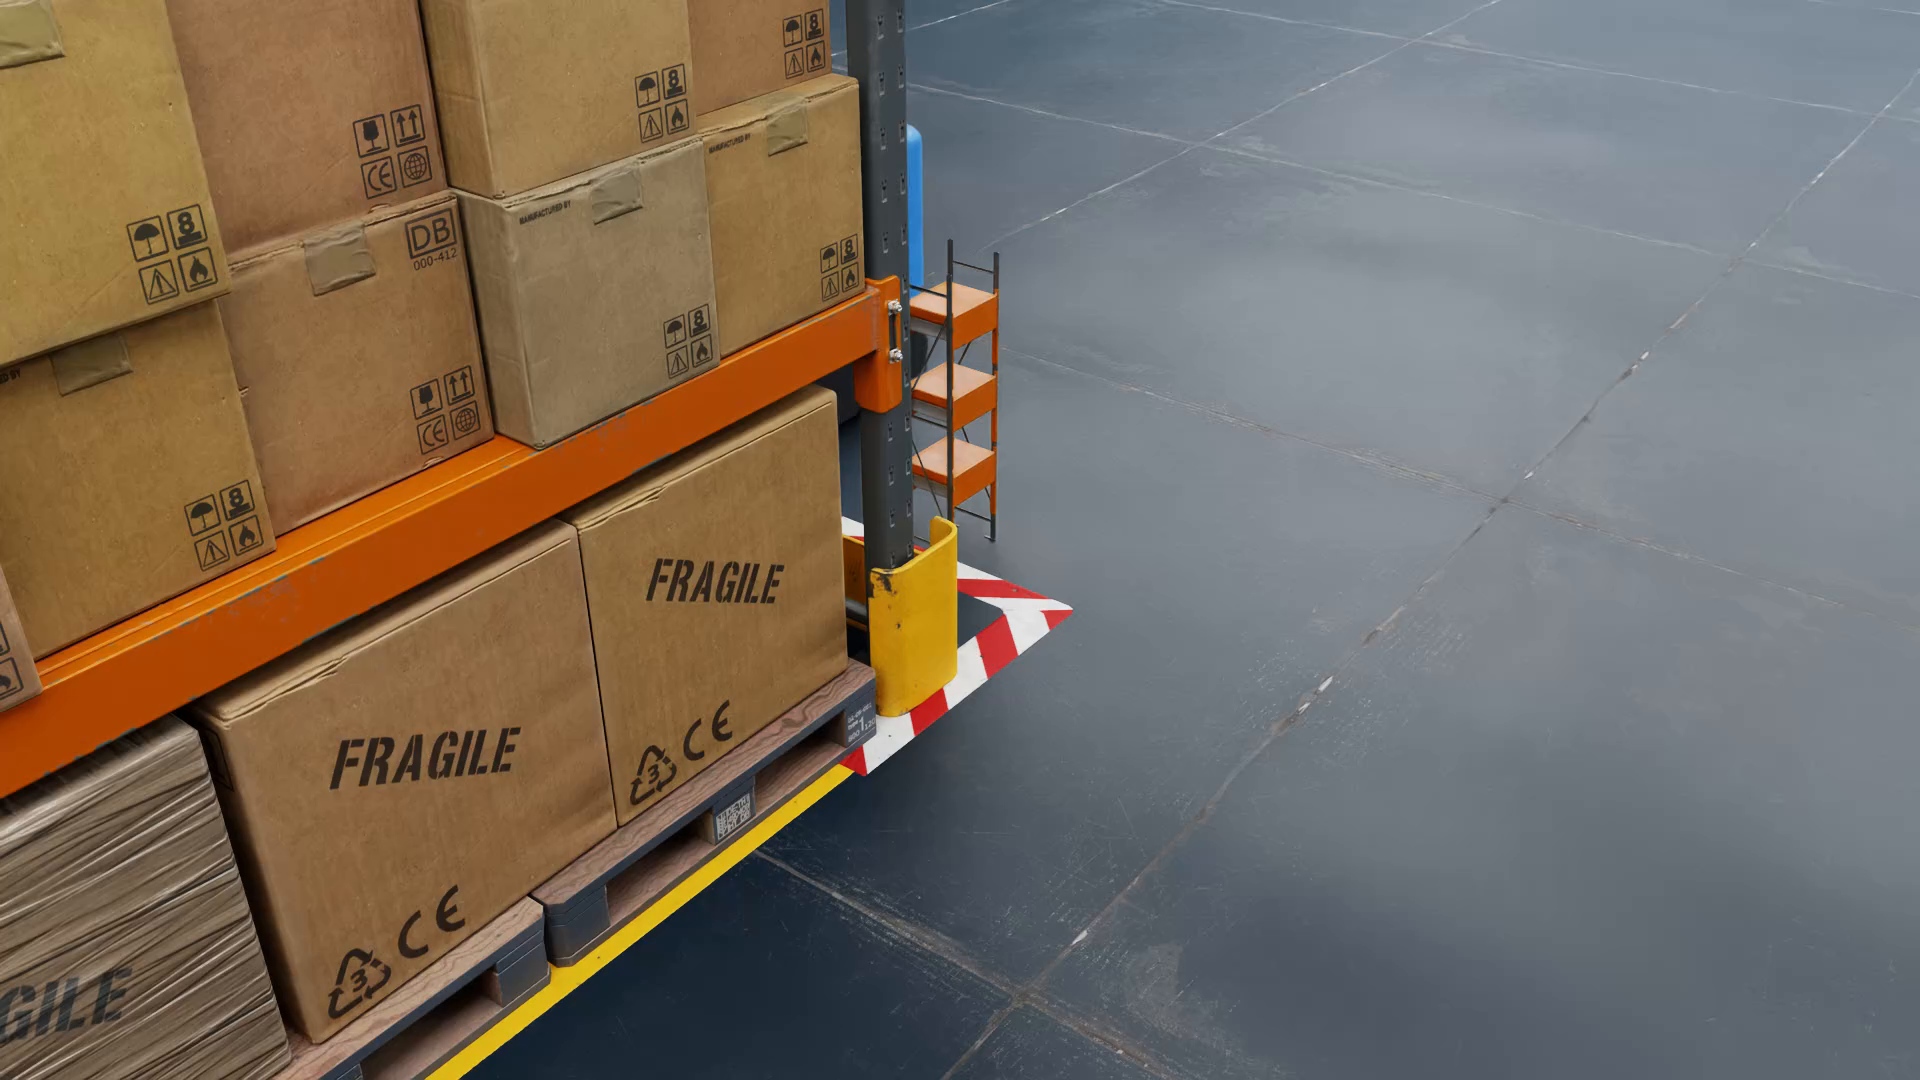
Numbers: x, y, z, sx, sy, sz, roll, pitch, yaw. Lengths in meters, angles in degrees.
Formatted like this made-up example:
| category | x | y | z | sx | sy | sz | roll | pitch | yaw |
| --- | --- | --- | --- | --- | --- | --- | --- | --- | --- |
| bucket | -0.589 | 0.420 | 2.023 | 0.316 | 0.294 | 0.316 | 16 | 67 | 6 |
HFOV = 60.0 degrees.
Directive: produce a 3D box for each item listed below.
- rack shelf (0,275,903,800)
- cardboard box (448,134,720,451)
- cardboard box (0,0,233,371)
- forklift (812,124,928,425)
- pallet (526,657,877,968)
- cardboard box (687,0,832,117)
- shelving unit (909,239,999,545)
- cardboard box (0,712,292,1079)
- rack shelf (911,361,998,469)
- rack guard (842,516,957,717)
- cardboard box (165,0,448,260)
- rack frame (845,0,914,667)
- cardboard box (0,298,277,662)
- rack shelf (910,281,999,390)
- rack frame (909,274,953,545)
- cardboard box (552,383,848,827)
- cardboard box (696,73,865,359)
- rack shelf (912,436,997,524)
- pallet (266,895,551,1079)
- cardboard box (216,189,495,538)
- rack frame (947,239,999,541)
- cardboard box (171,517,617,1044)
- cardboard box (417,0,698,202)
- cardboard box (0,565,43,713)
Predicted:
| category | x | y | z | sx | sy | sz | roll | pitch | yaw |
| --- | --- | --- | --- | --- | --- | --- | --- | --- | --- |
| rack shelf | -1.773 | 0.126 | 3.301 | 1.077 | 0.370 | 4.000 | 21 | 37 | 31 |
| cardboard box | -1.069 | -0.666 | 3.785 | 0.875 | 0.550 | 0.550 | 21 | 37 | 31 |
| cardboard box | -1.742 | -0.694 | 2.772 | 0.875 | 0.550 | 0.500 | 21 | 37 | 31 |
| forklift | -1.633 | -2.133 | 6.474 | 3.031 | 2.935 | 1.130 | 19 | 36 | 29 |
| pallet | -0.986 | 0.552 | 4.612 | 1.003 | 0.211 | 1.213 | 21 | 37 | 31 |
| cardboard box | -0.821 | -1.387 | 3.942 | 0.875 | 0.550 | 0.550 | 21 | 37 | 31 |
| shelving unit | -0.032 | -0.430 | 5.446 | 0.215 | 1.050 | 0.252 | 21 | 37 | 31 |
| cardboard box | -2.004 | 0.761 | 3.196 | 0.875 | 0.875 | 0.875 | 21 | 37 | 32 |
| rack shelf | -0.032 | -0.421 | 5.451 | 0.215 | 0.259 | 0.240 | 21 | 37 | 31 |
| rack guard | -0.552 | 0.069 | 5.143 | 1.175 | 0.500 | 0.348 | 21 | 37 | 31 |
| cardboard box | -1.526 | -0.949 | 3.203 | 0.875 | 0.550 | 0.550 | 21 | 37 | 31 |
| rack frame | -0.566 | -0.997 | 4.490 | 1.000 | 3.000 | 0.127 | 21 | 37 | 31 |
| cardboard box | -1.794 | -0.249 | 3.081 | 0.875 | 0.550 | 0.500 | 21 | 37 | 31 |
| rack shelf | -0.032 | -0.665 | 5.307 | 0.215 | 0.259 | 0.240 | 21 | 37 | 31 |
| rack frame | -0.106 | -0.380 | 5.362 | 0.200 | 1.050 | 0.008 | 21 | 37 | 31 |
| cardboard box | -0.923 | 0.033 | 4.425 | 0.875 | 0.875 | 0.875 | 21 | 37 | 32 |
| cardboard box | -0.754 | -0.896 | 4.173 | 0.875 | 0.550 | 0.550 | 21 | 37 | 31 |
| rack shelf | -0.032 | -0.182 | 5.593 | 0.215 | 0.259 | 0.240 | 21 | 37 | 31 |
| pallet | -1.723 | 1.046 | 3.778 | 1.003 | 0.211 | 1.213 | 21 | 37 | 31 |
| cardboard box | -1.507 | -0.477 | 3.466 | 0.875 | 0.550 | 0.550 | 21 | 37 | 31 |
| rack frame | 0.041 | -0.480 | 5.529 | 0.200 | 1.050 | 0.008 | 21 | 37 | 31 |
| cardboard box | -1.452 | 0.391 | 3.820 | 0.875 | 0.875 | 0.875 | 20 | 36 | 31 |
| cardboard box | -1.079 | -1.135 | 3.517 | 0.875 | 0.550 | 0.550 | 21 | 37 | 31 |
| cardboard box | -2.034 | -0.003 | 2.665 | 0.875 | 0.550 | 0.550 | 21 | 37 | 31 |
